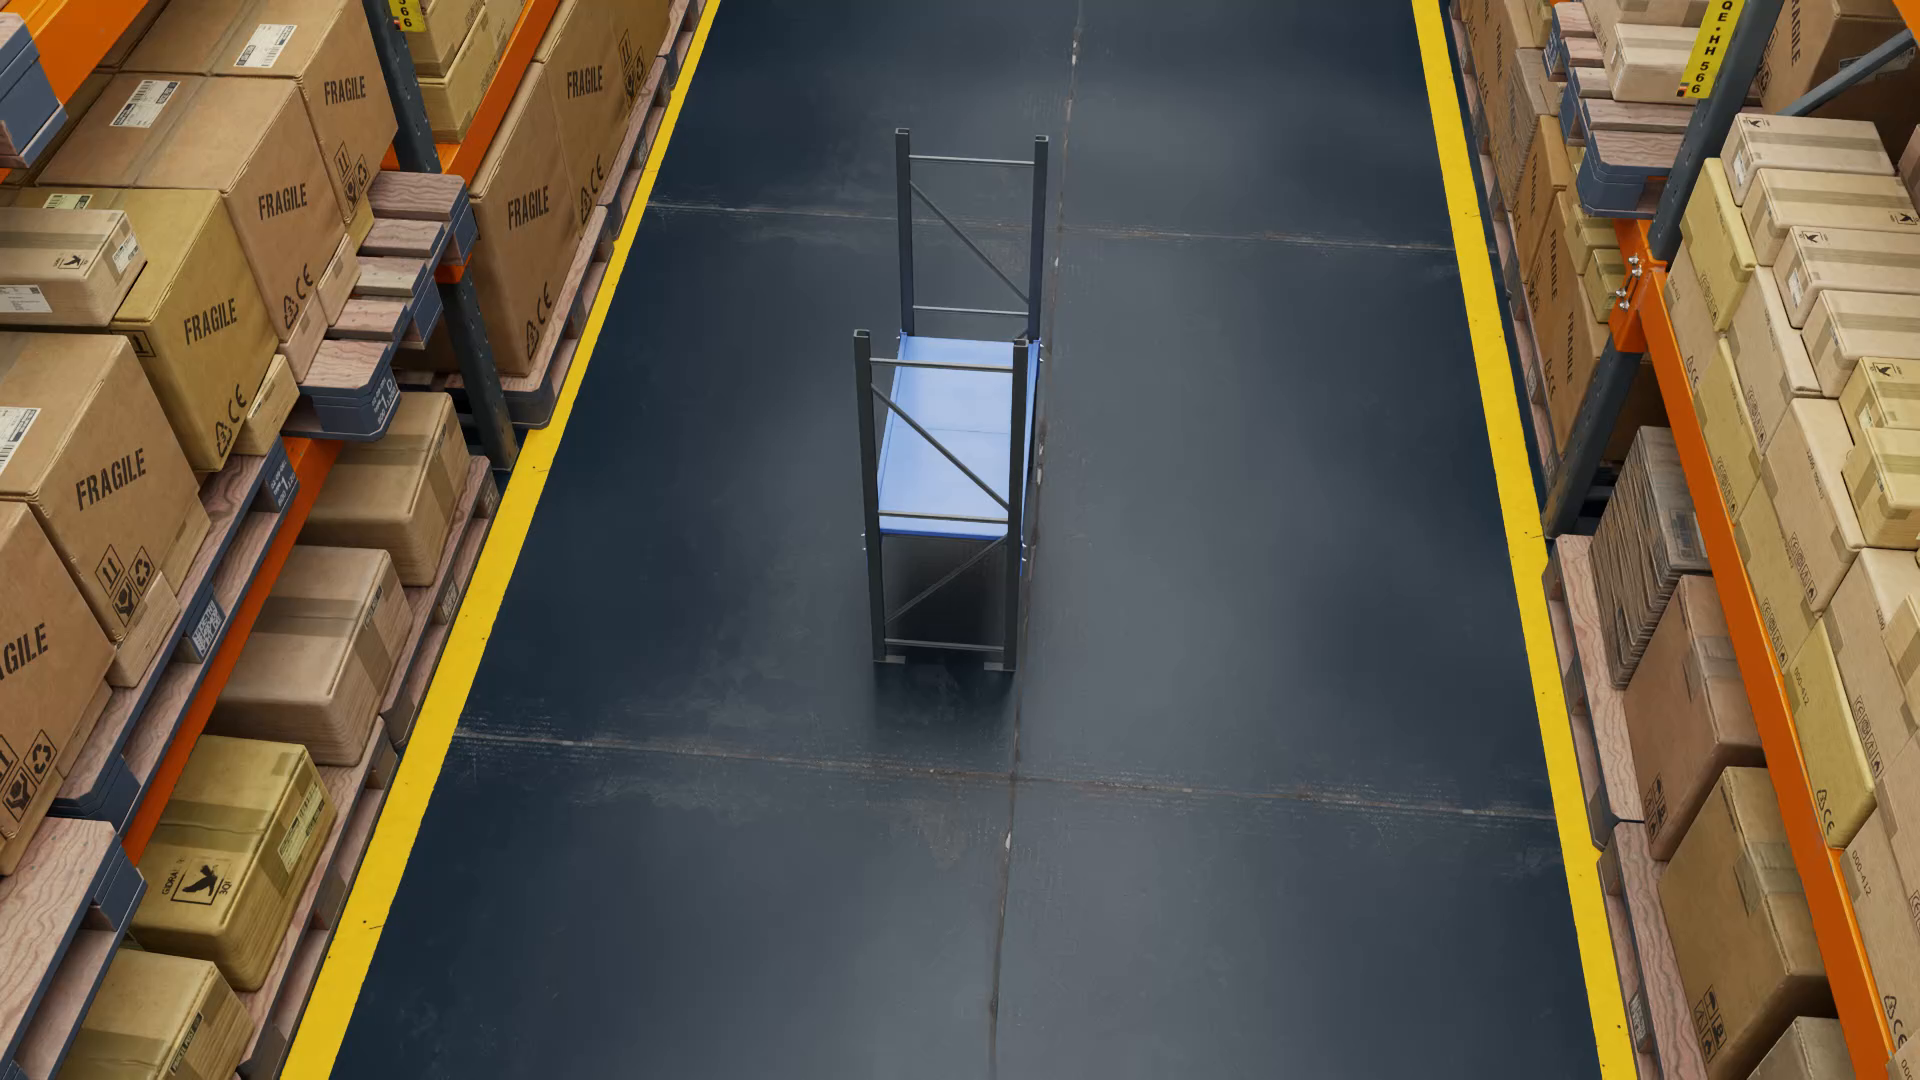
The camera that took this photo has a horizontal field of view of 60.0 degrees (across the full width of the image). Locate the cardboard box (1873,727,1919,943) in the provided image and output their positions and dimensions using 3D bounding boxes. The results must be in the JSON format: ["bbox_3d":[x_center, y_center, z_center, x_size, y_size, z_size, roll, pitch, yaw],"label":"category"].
[{"bbox_3d":[2.218,0.669,3.368,0.500,0.250,0.500,5,48,4],"label":"cardboard box"}]

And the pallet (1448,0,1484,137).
[{"bbox_3d":[3.029,-2.418,8.319,1.003,0.211,1.213,4,48,4],"label":"pallet"}]

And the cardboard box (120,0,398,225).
[{"bbox_3d":[-2.007,-1.275,4.829,0.500,0.500,0.500,3,48,2],"label":"cardboard box"}]

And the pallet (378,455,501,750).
[{"bbox_3d":[-2.316,0.164,5.957,1.003,0.211,1.213,4,48,4],"label":"pallet"}]

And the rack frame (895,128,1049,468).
[{"bbox_3d":[0.039,-0.817,5.981,0.500,1.500,0.032,4,48,4],"label":"rack frame"}]

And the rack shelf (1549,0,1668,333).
[{"bbox_3d":[2.883,-2.247,6.760,1.077,0.370,4.000,4,48,4],"label":"rack shelf"}]

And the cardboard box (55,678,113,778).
[{"bbox_3d":[-2.172,0.382,3.754,0.380,0.149,0.250,4,48,4],"label":"cardboard box"}]

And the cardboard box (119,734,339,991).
[{"bbox_3d":[-2.438,0.908,4.883,0.950,0.372,0.625,5,48,5],"label":"cardboard box"}]

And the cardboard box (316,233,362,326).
[{"bbox_3d":[-1.969,-0.762,4.800,0.380,0.149,0.250,4,48,3],"label":"cardboard box"}]

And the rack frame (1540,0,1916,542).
[{"bbox_3d":[2.701,-1.021,5.151,1.000,3.000,0.127,4,48,4],"label":"rack frame"}]

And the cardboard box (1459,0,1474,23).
[{"bbox_3d":[2.797,-2.918,8.295,0.500,0.500,0.500,6,48,5],"label":"cardboard box"}]

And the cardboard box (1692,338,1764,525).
[{"bbox_3d":[2.366,-0.291,4.585,0.500,0.250,0.500,3,48,3],"label":"cardboard box"}]

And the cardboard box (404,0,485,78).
[{"bbox_3d":[-1.951,-1.825,5.650,0.500,0.250,0.500,4,48,3],"label":"cardboard box"}]

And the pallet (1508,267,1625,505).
[{"bbox_3d":[2.806,-0.625,6.679,1.003,0.211,1.213,4,48,4],"label":"pallet"}]

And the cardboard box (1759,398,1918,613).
[{"bbox_3d":[2.304,-0.078,4.051,0.500,0.250,0.500,3,48,3],"label":"cardboard box"}]

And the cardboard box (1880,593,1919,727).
[{"bbox_3d":[2.180,0.259,3.473,0.380,0.149,0.250,3,48,2],"label":"cardboard box"}]

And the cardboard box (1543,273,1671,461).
[{"bbox_3d":[2.525,-0.644,6.215,0.500,0.500,0.500,5,48,5],"label":"cardboard box"}]

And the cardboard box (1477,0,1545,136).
[{"bbox_3d":[2.708,-2.159,7.601,0.500,0.500,0.500,3,48,2],"label":"cardboard box"}]

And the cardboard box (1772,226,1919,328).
[{"bbox_3d":[2.357,-0.672,4.324,0.380,0.149,0.250,5,48,5],"label":"cardboard box"}]

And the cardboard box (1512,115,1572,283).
[{"bbox_3d":[2.626,-1.396,6.903,0.500,0.500,0.500,6,48,5],"label":"cardboard box"}]

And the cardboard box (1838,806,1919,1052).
[{"bbox_3d":[2.237,0.849,3.542,0.500,0.250,0.500,4,48,4],"label":"cardboard box"}]

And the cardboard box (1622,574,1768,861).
[{"bbox_3d":[2.578,0.577,5.014,0.875,0.625,0.625,5,48,5],"label":"cardboard box"}]

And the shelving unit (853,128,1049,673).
[{"bbox_3d":[-0.008,-0.443,5.639,0.538,1.500,1.048,4,48,4],"label":"shelving unit"}]

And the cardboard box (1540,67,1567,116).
[{"bbox_3d":[2.642,-1.890,6.916,0.380,0.149,0.250,2,48,2],"label":"cardboard box"}]

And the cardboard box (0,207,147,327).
[{"bbox_3d":[-2.111,-0.625,3.796,0.380,0.149,0.250,2,48,2],"label":"cardboard box"}]

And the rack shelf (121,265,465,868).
[{"bbox_3d":[-2.425,0.361,4.375,1.077,0.370,4.000,4,48,4],"label":"rack shelf"}]

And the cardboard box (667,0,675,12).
[{"bbox_3d":[-1.855,-3.255,8.349,0.875,0.875,0.875,5,48,5],"label":"cardboard box"}]

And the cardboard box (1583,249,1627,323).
[{"bbox_3d":[2.493,-0.917,6.026,0.380,0.149,0.250,2,48,2],"label":"cardboard box"}]

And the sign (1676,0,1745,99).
[{"bbox_3d":[2.159,-1.414,4.780,0.100,0.325,0.005,4,48,4],"label":"sign"}]

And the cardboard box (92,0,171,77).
[{"bbox_3d":[-2.514,-1.312,4.864,0.500,0.500,0.500,3,48,2],"label":"cardboard box"}]

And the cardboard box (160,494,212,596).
[{"bbox_3d":[-2.101,-0.008,4.110,0.380,0.149,0.250,2,48,2],"label":"cardboard box"}]

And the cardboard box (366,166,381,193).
[{"bbox_3d":[-2.038,-1.152,5.156,0.380,0.149,0.250,5,48,5],"label":"cardboard box"}]

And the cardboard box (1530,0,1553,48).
[{"bbox_3d":[2.711,-2.267,7.261,0.380,0.149,0.250,5,48,5],"label":"cardboard box"}]

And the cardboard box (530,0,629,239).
[{"bbox_3d":[-2.012,-1.933,7.141,0.875,0.875,0.875,4,48,4],"label":"cardboard box"}]

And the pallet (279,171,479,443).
[{"bbox_3d":[-2.202,-0.756,5.039,1.213,0.211,1.003,4,48,4],"label":"pallet"}]

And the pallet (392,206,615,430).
[{"bbox_3d":[-2.096,-0.985,7.008,1.003,0.211,1.213,4,48,4],"label":"pallet"}]

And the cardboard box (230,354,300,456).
[{"bbox_3d":[-2.011,-0.374,4.445,0.380,0.149,0.250,5,48,4],"label":"cardboard box"}]

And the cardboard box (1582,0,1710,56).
[{"bbox_3d":[2.474,-1.909,5.780,0.500,0.250,0.500,2,48,2],"label":"cardboard box"}]

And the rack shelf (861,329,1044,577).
[{"bbox_3d":[-0.008,-0.322,5.772,0.538,0.185,1.000,4,48,4],"label":"rack shelf"}]

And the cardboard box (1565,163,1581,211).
[{"bbox_3d":[2.555,-1.311,6.386,0.380,0.149,0.250,2,48,2],"label":"cardboard box"}]

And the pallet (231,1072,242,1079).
[{"bbox_3d":[-2.538,1.957,4.317,1.003,0.211,1.213,4,48,4],"label":"pallet"}]

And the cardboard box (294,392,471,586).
[{"bbox_3d":[-2.304,-0.192,5.889,0.950,0.372,0.625,1,48,1],"label":"cardboard box"}]

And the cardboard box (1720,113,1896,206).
[{"bbox_3d":[2.378,-1.059,4.678,0.380,0.149,0.250,5,48,5],"label":"cardboard box"}]

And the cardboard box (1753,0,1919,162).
[{"bbox_3d":[2.903,-1.564,5.295,0.500,0.500,0.500,6,48,5],"label":"cardboard box"}]

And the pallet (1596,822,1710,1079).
[{"bbox_3d":[2.473,1.417,4.811,1.003,0.211,1.213,4,48,4],"label":"pallet"}]

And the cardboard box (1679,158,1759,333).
[{"bbox_3d":[2.392,-0.831,4.740,0.500,0.250,0.500,4,48,3],"label":"cardboard box"}]

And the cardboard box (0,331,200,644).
[{"bbox_3d":[-2.139,-0.122,3.775,0.500,0.500,0.500,2,48,2],"label":"cardboard box"}]

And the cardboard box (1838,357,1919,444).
[{"bbox_3d":[2.353,-0.292,3.977,0.380,0.149,0.250,4,48,4],"label":"cardboard box"}]
